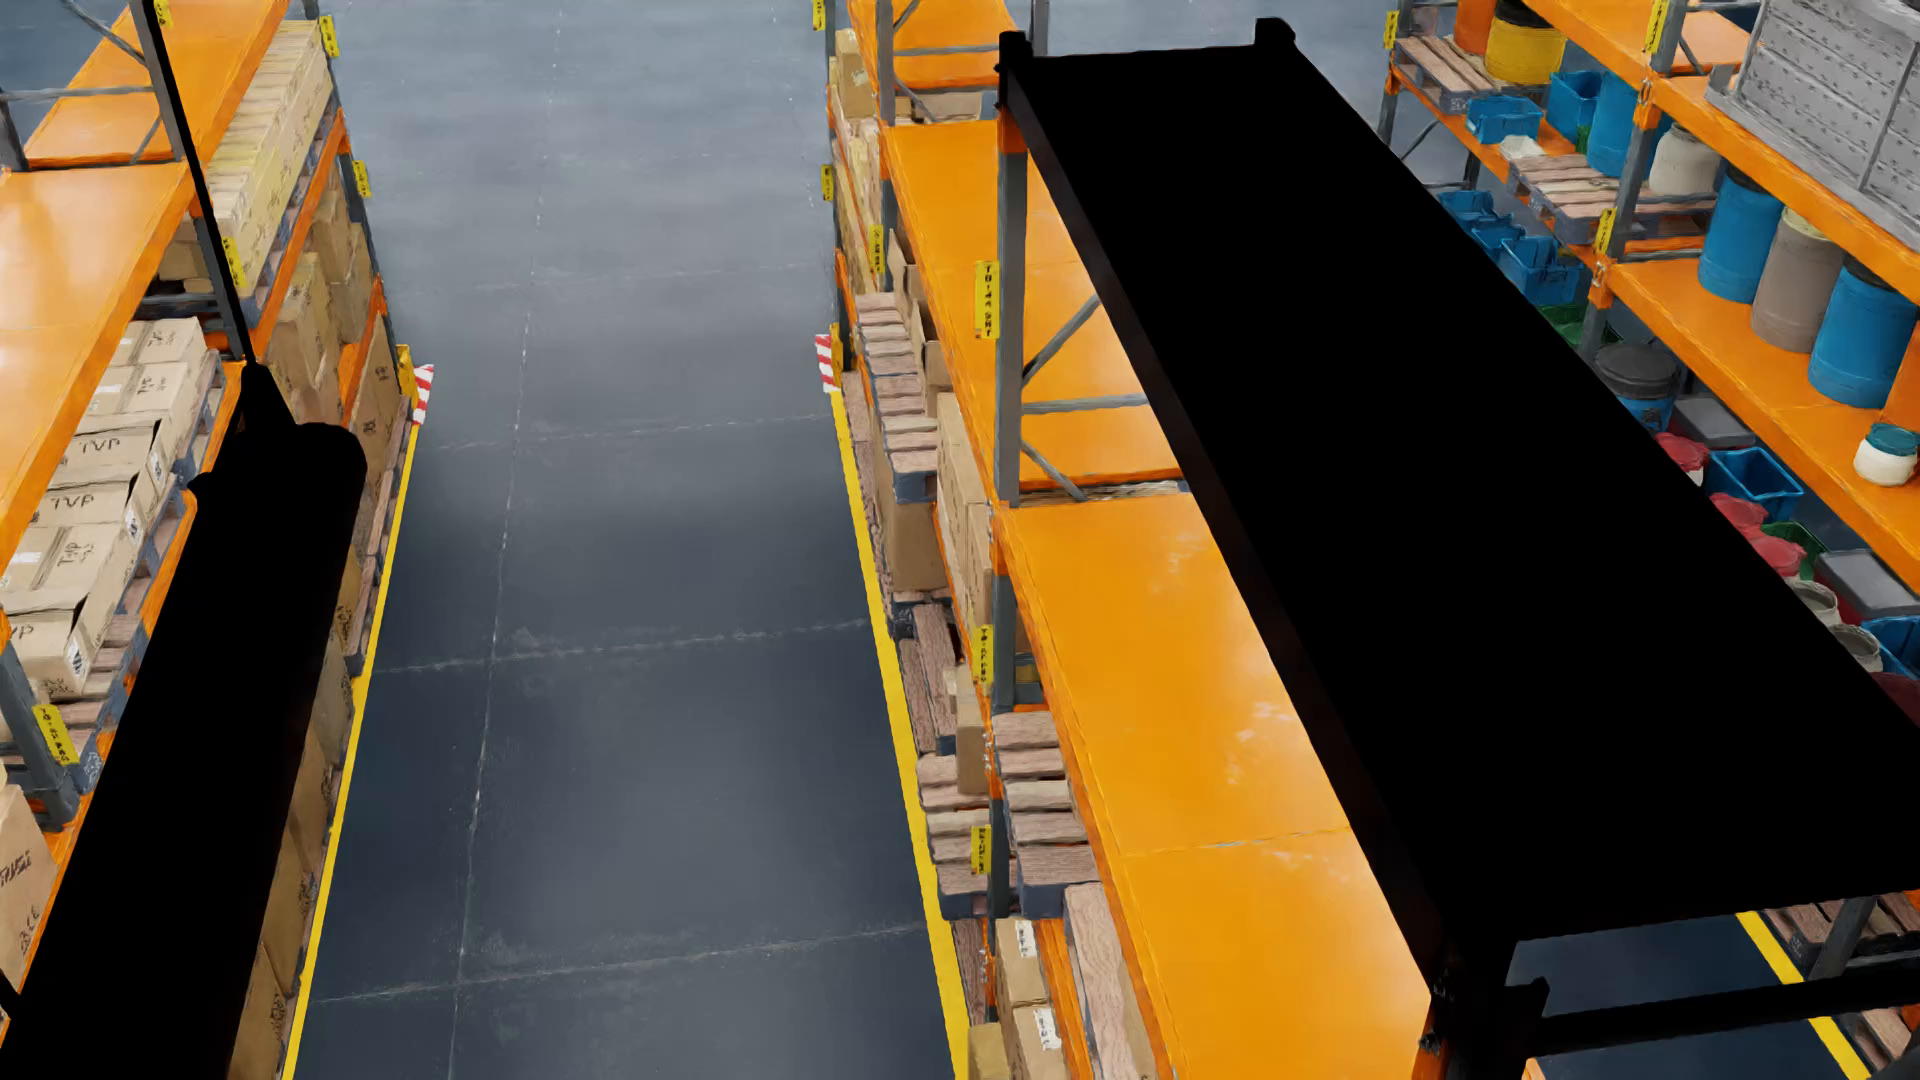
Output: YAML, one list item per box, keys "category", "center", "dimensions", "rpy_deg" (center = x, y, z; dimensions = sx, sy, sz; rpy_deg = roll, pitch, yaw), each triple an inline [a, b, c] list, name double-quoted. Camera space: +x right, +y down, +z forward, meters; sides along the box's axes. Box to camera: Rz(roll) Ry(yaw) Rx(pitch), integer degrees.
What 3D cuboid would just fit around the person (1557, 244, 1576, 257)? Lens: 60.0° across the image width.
- category: "person"
  center: [6.533, -3.794, 17.142]
  dimensions: [0.498, 1.760, 0.737]
  rpy_deg: [24, 42, 29]
